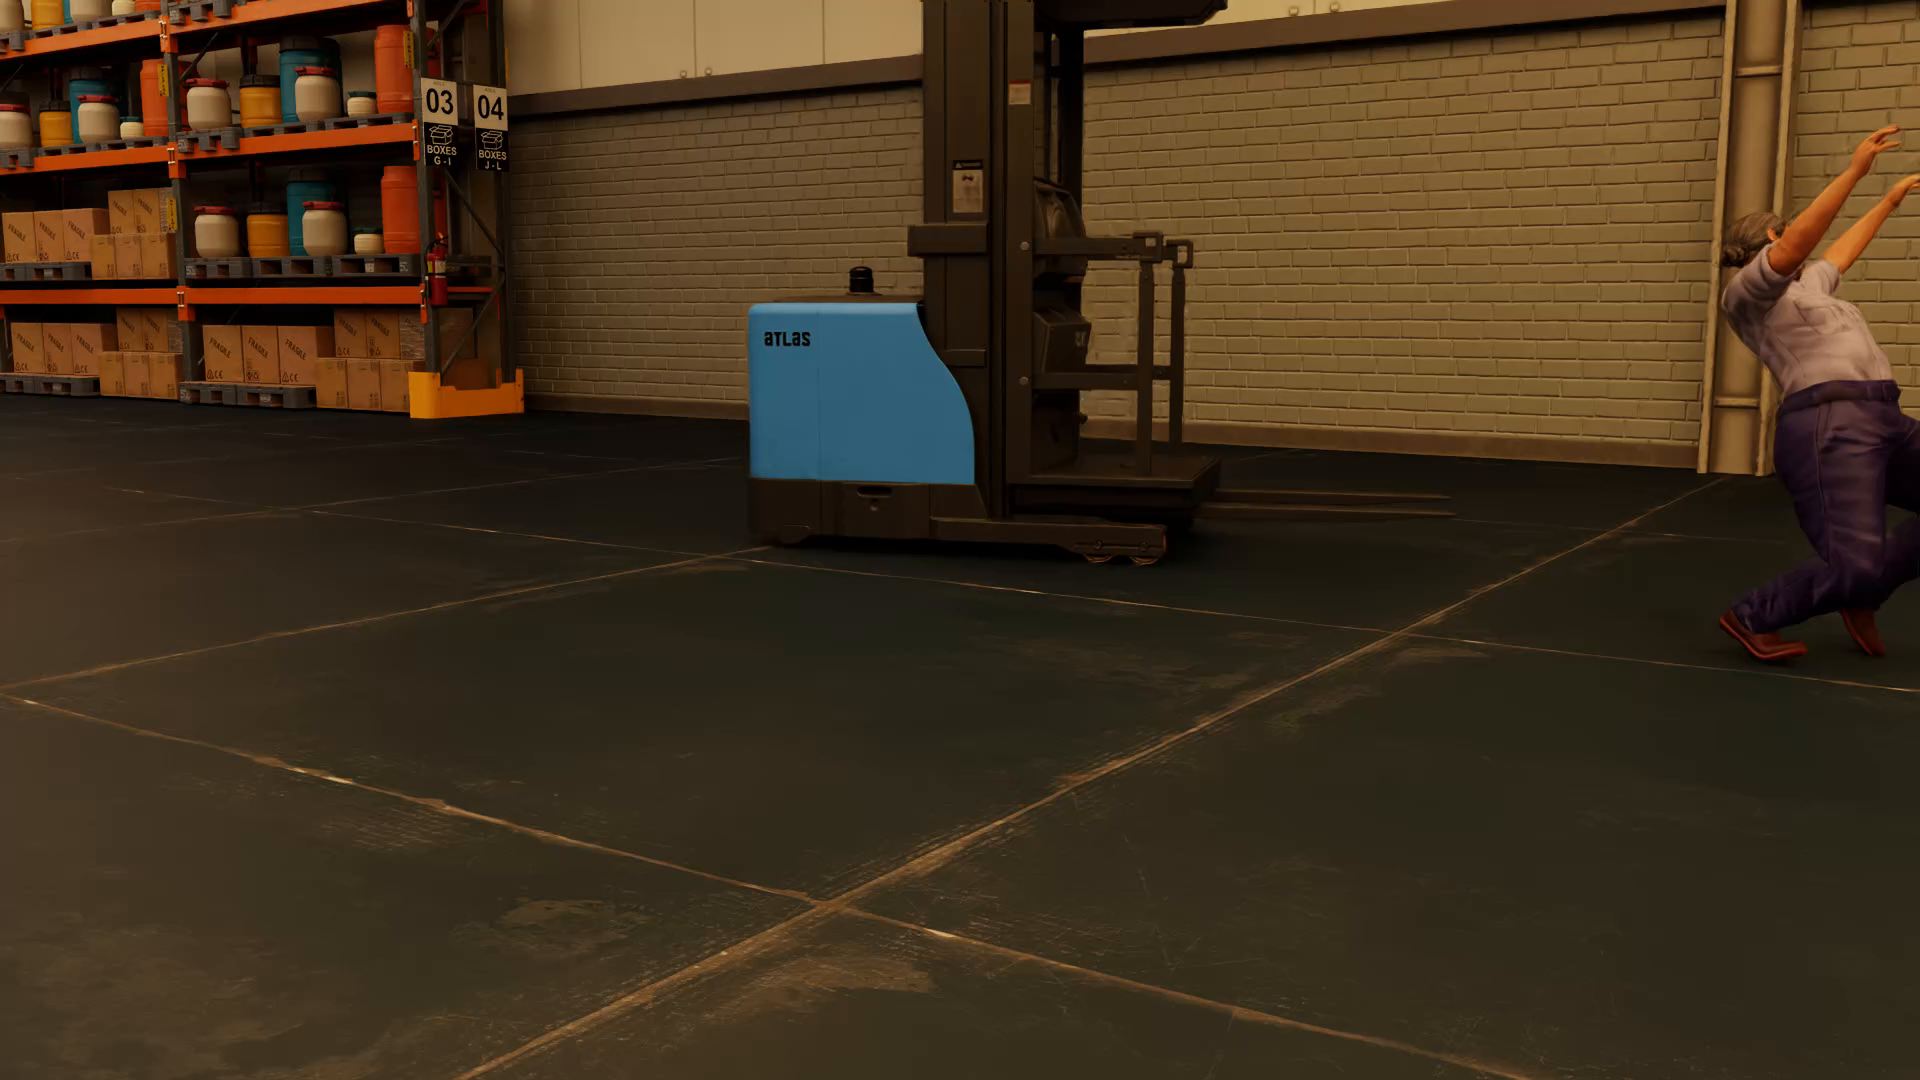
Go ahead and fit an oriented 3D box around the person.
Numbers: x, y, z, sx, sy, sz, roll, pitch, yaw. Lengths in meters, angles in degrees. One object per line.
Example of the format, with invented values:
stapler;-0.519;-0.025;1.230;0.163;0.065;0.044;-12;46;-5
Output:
person;2.687;-0.404;5.002;0.950;1.577;0.737;-6;10;-38

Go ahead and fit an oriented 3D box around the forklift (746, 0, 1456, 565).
forklift;0.628;-1.430;7.252;3.031;2.935;1.130;2;8;15
